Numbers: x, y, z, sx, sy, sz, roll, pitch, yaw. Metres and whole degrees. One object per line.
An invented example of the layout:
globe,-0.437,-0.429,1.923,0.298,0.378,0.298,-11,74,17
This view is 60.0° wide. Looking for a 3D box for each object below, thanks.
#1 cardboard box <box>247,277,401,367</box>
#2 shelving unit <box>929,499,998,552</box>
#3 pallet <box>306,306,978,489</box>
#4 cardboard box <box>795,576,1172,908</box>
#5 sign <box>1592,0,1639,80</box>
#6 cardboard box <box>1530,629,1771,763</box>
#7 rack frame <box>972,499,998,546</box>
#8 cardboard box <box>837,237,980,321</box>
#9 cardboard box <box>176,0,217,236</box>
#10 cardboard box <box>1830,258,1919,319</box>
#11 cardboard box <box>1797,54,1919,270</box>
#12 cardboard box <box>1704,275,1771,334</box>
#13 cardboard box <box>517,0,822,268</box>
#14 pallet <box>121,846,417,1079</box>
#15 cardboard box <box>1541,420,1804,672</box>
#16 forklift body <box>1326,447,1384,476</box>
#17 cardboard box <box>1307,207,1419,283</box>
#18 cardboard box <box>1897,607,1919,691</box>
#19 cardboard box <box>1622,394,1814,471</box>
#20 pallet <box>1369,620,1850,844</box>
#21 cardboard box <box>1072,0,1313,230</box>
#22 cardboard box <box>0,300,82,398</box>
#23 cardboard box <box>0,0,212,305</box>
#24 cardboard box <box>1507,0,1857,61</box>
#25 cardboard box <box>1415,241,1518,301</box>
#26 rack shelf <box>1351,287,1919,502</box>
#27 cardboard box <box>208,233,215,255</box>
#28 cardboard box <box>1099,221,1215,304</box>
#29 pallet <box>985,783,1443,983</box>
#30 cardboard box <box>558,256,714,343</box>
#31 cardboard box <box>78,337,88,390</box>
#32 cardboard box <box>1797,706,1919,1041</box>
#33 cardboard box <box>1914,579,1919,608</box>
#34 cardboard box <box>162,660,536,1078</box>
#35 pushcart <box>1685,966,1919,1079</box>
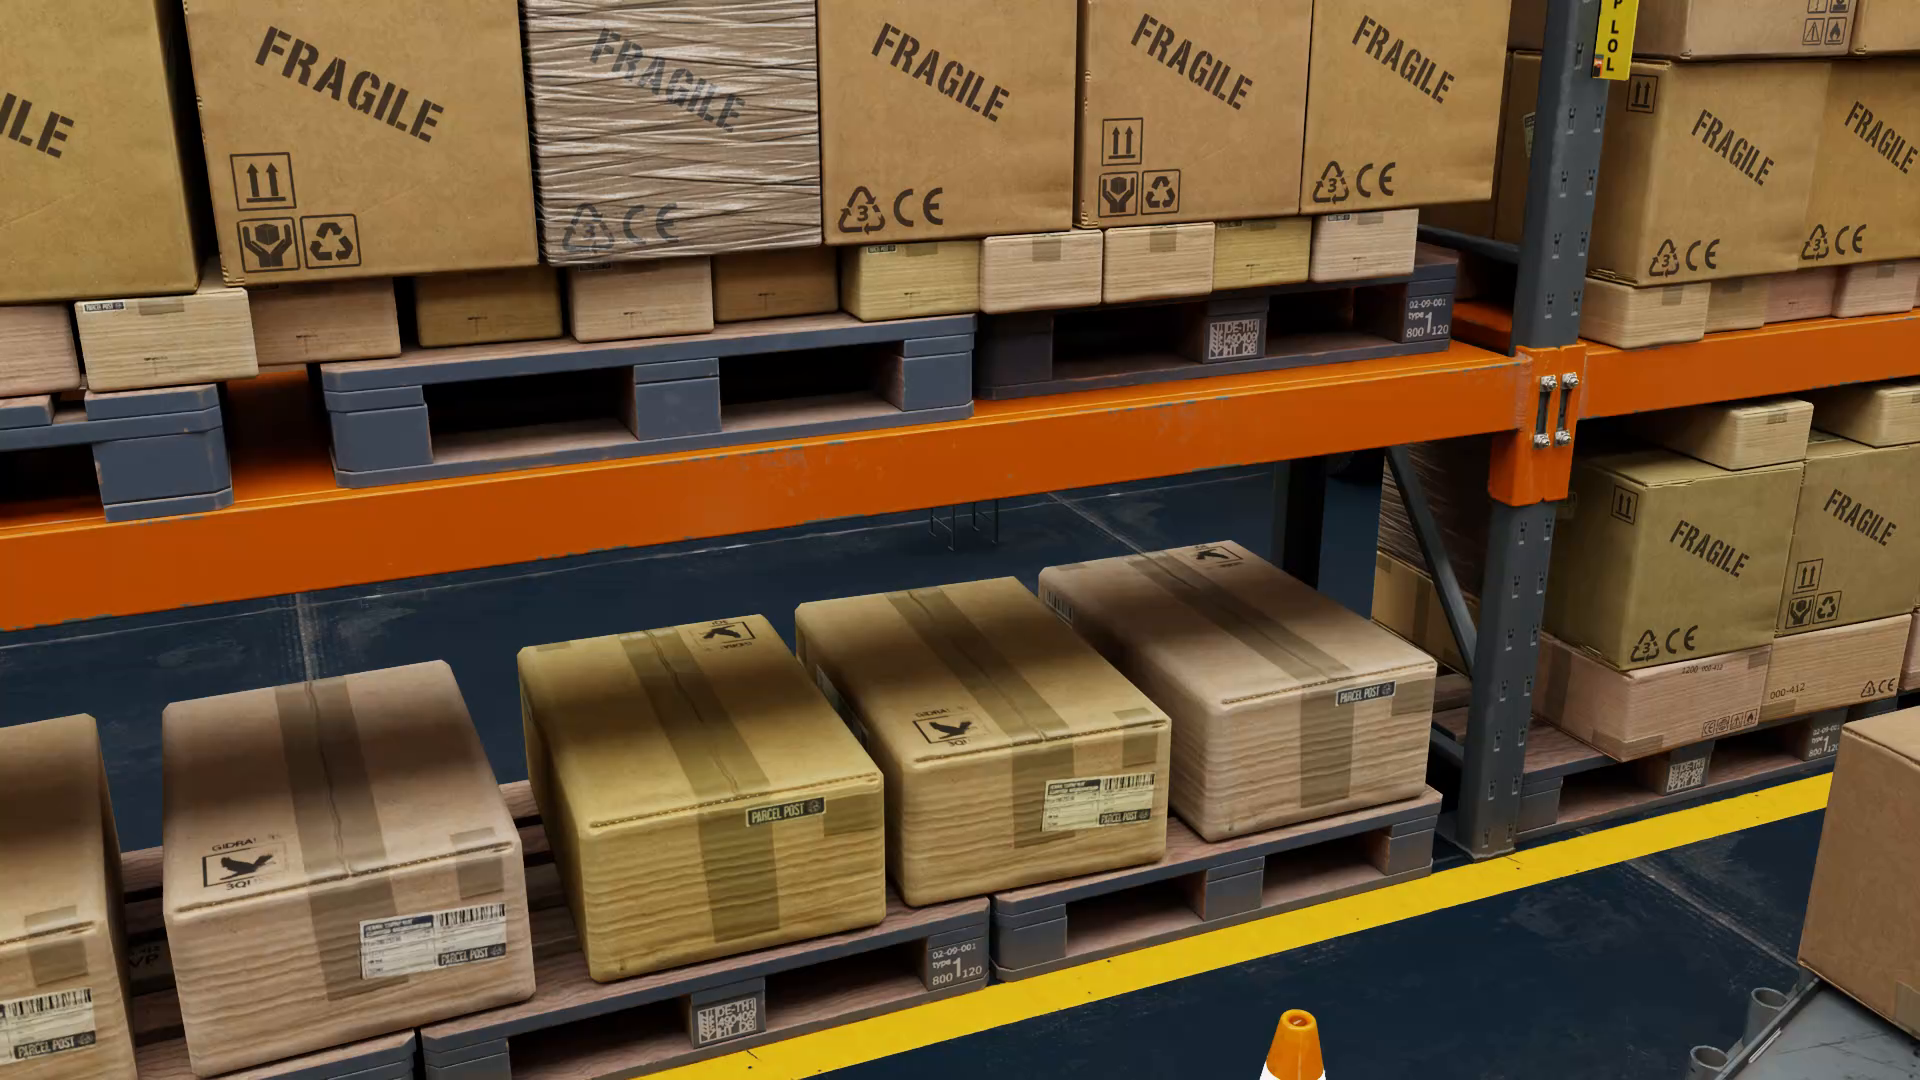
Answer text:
cardboard box,-1.147,-0.431,2.976,0.250,0.149,0.380,-7,21,-19
shelving unit,0.013,-0.568,6.328,0.189,1.200,0.258,-8,21,-22
pallet,-0.711,-0.414,3.469,1.213,0.211,1.003,-8,21,-22
cardboard box,0.021,0.449,4.054,0.625,0.372,0.950,-7,21,-19
sign,1.384,-1.135,3.485,0.005,0.325,0.100,-8,21,-22
cardboard box,1.809,0.346,4.531,0.500,0.250,0.500,-9,21,-24
rack frame,0.097,-0.580,6.362,0.006,1.200,0.240,-8,21,-22
cardboard box,-0.145,-0.555,3.329,0.250,0.149,0.380,-8,21,-22
cardboard box,-1.272,-0.900,3.330,0.500,0.500,0.500,-10,22,-26
cardboard box,2.261,-0.698,4.366,0.250,0.149,0.380,-7,21,-20
cardboard box,2.127,-0.991,4.222,0.500,0.500,0.500,-8,21,-22
cardboard box,1.788,-0.632,4.178,0.250,0.149,0.380,-8,21,-20
cardboard box,-0.584,-0.812,3.080,0.500,0.500,0.500,-9,21,-24
pallet,-1.794,0.982,3.416,1.213,0.211,1.003,-8,21,-22
cardboard box,1.809,-0.008,4.406,0.500,0.500,0.500,-7,21,-19
forklift body,1.845,-1.591,7.802,1.214,2.155,2.313,-8,21,-22
cardboard box,0.798,-0.685,3.698,0.250,0.149,0.380,-8,21,-21
cardboard box,2.781,0.202,4.940,0.500,0.250,0.500,-8,21,-23
cardboard box,1.948,-0.312,4.293,0.250,0.149,0.380,-8,21,-21
pallet,1.763,0.459,4.902,1.213,0.211,1.003,-8,21,-22
cardboard box,0.373,-0.947,3.464,0.500,0.500,0.500,-8,21,-22
cardboard box,-1.598,-0.346,2.734,0.250,0.149,0.380,-10,22,-25
cardboard box,-1.532,-0.676,2.695,0.500,0.500,0.500,-7,21,-19
cardboard box,1.651,-1.408,3.902,0.500,0.500,0.700,-8,21,-22
cardboard box,1.335,-0.774,4.583,0.250,0.149,0.380,-8,21,-22
rack shelf,2.997,-0.681,5.024,4.000,0.370,1.077,-8,21,-22
cardboard box,-1.639,-0.561,3.344,0.250,0.149,0.380,-9,21,-24
cardboard box,0.326,-0.611,3.487,0.250,0.149,0.380,-9,21,-23
pallet,0.446,0.661,4.328,1.213,0.211,1.003,-8,21,-22
cardboard box,-0.637,-0.495,3.157,0.250,0.149,0.380,-7,21,-20
cardboard box,-3.904,-0.900,7.506,0.625,0.625,0.875,-7,21,-20
cardboard box,1.893,0.603,2.916,0.500,0.500,0.500,-8,21,-22
cardboard box,2.773,-0.149,4.808,0.500,0.500,0.500,-7,21,-19
cardboard box,-1.315,0.639,3.514,0.625,0.372,0.950,-9,21,-23
pushcart,2.110,1.168,2.637,0.936,0.377,1.648,-17,26,-40
